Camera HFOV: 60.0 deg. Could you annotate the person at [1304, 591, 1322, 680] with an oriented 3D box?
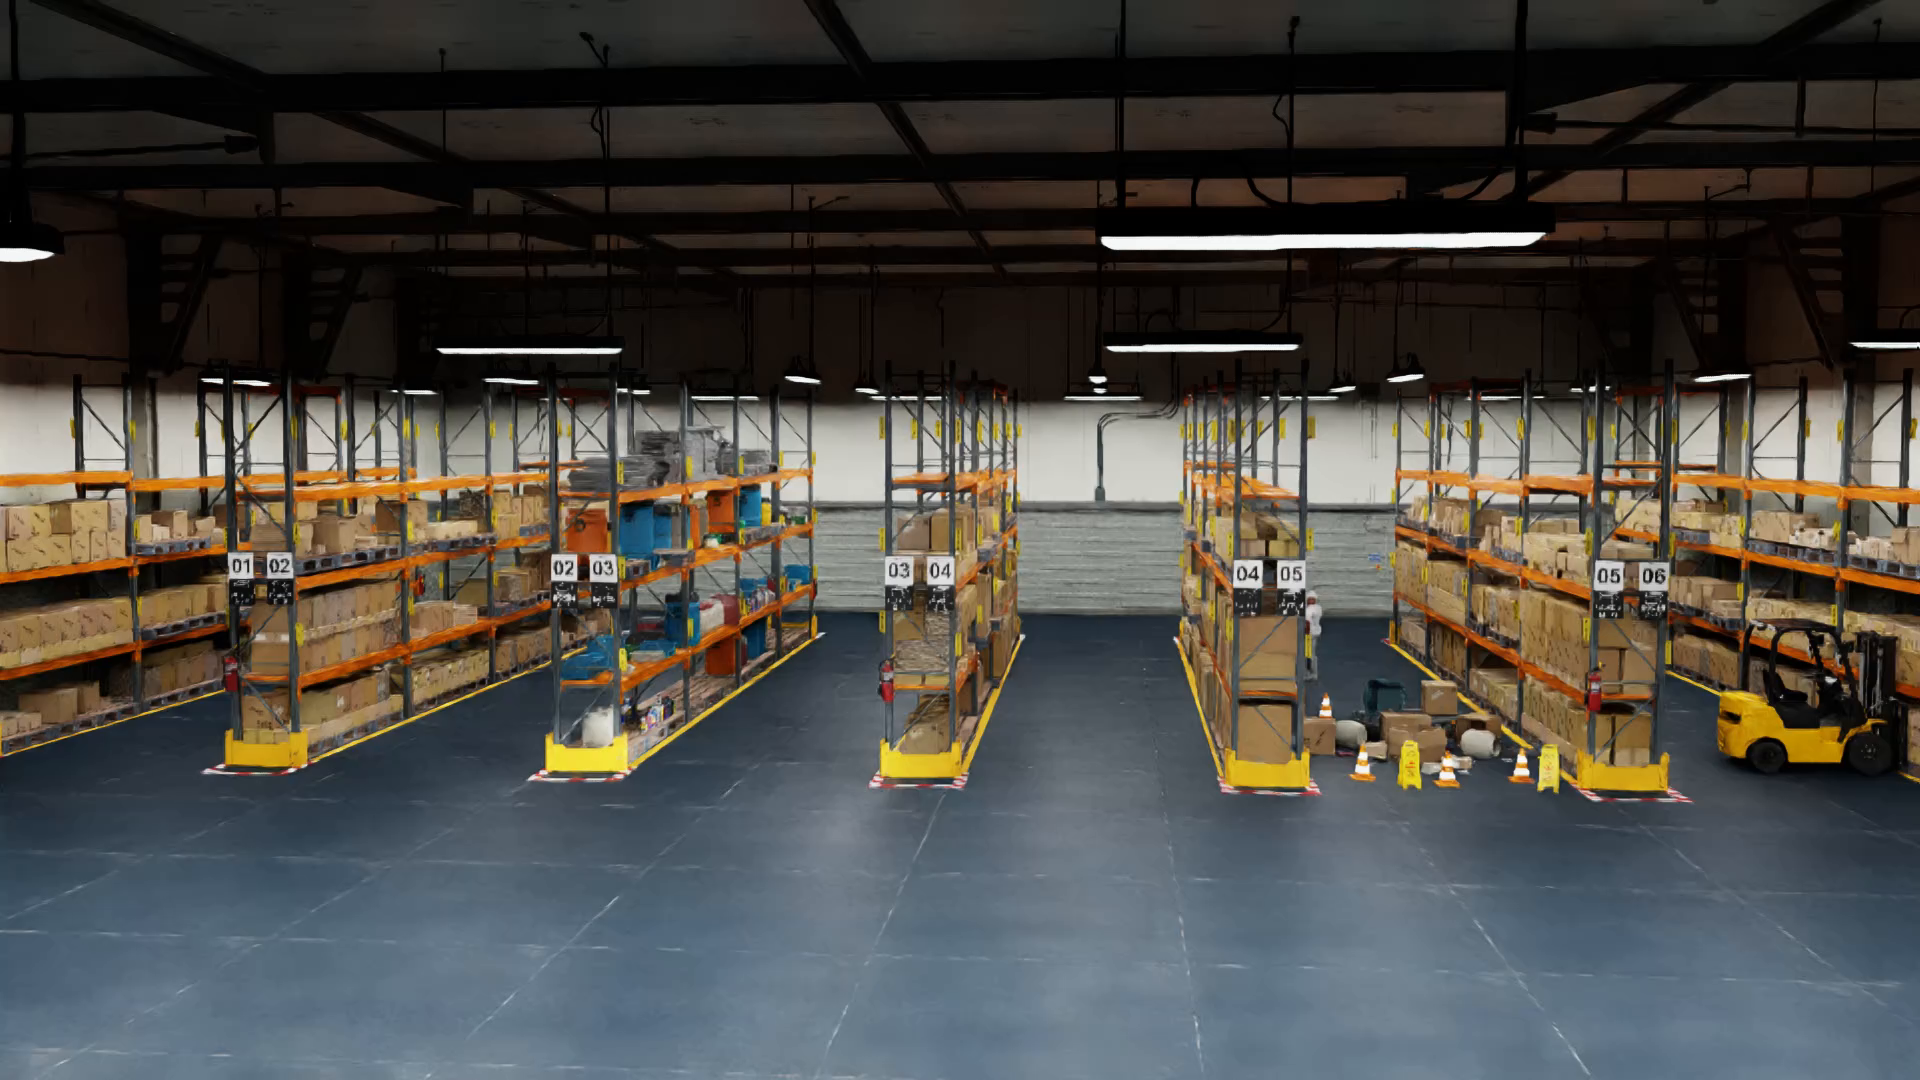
[{"bbox_3d":[7.030,1.903,33.489,0.497,1.765,0.625,3,5,35],"label":"person"}]
